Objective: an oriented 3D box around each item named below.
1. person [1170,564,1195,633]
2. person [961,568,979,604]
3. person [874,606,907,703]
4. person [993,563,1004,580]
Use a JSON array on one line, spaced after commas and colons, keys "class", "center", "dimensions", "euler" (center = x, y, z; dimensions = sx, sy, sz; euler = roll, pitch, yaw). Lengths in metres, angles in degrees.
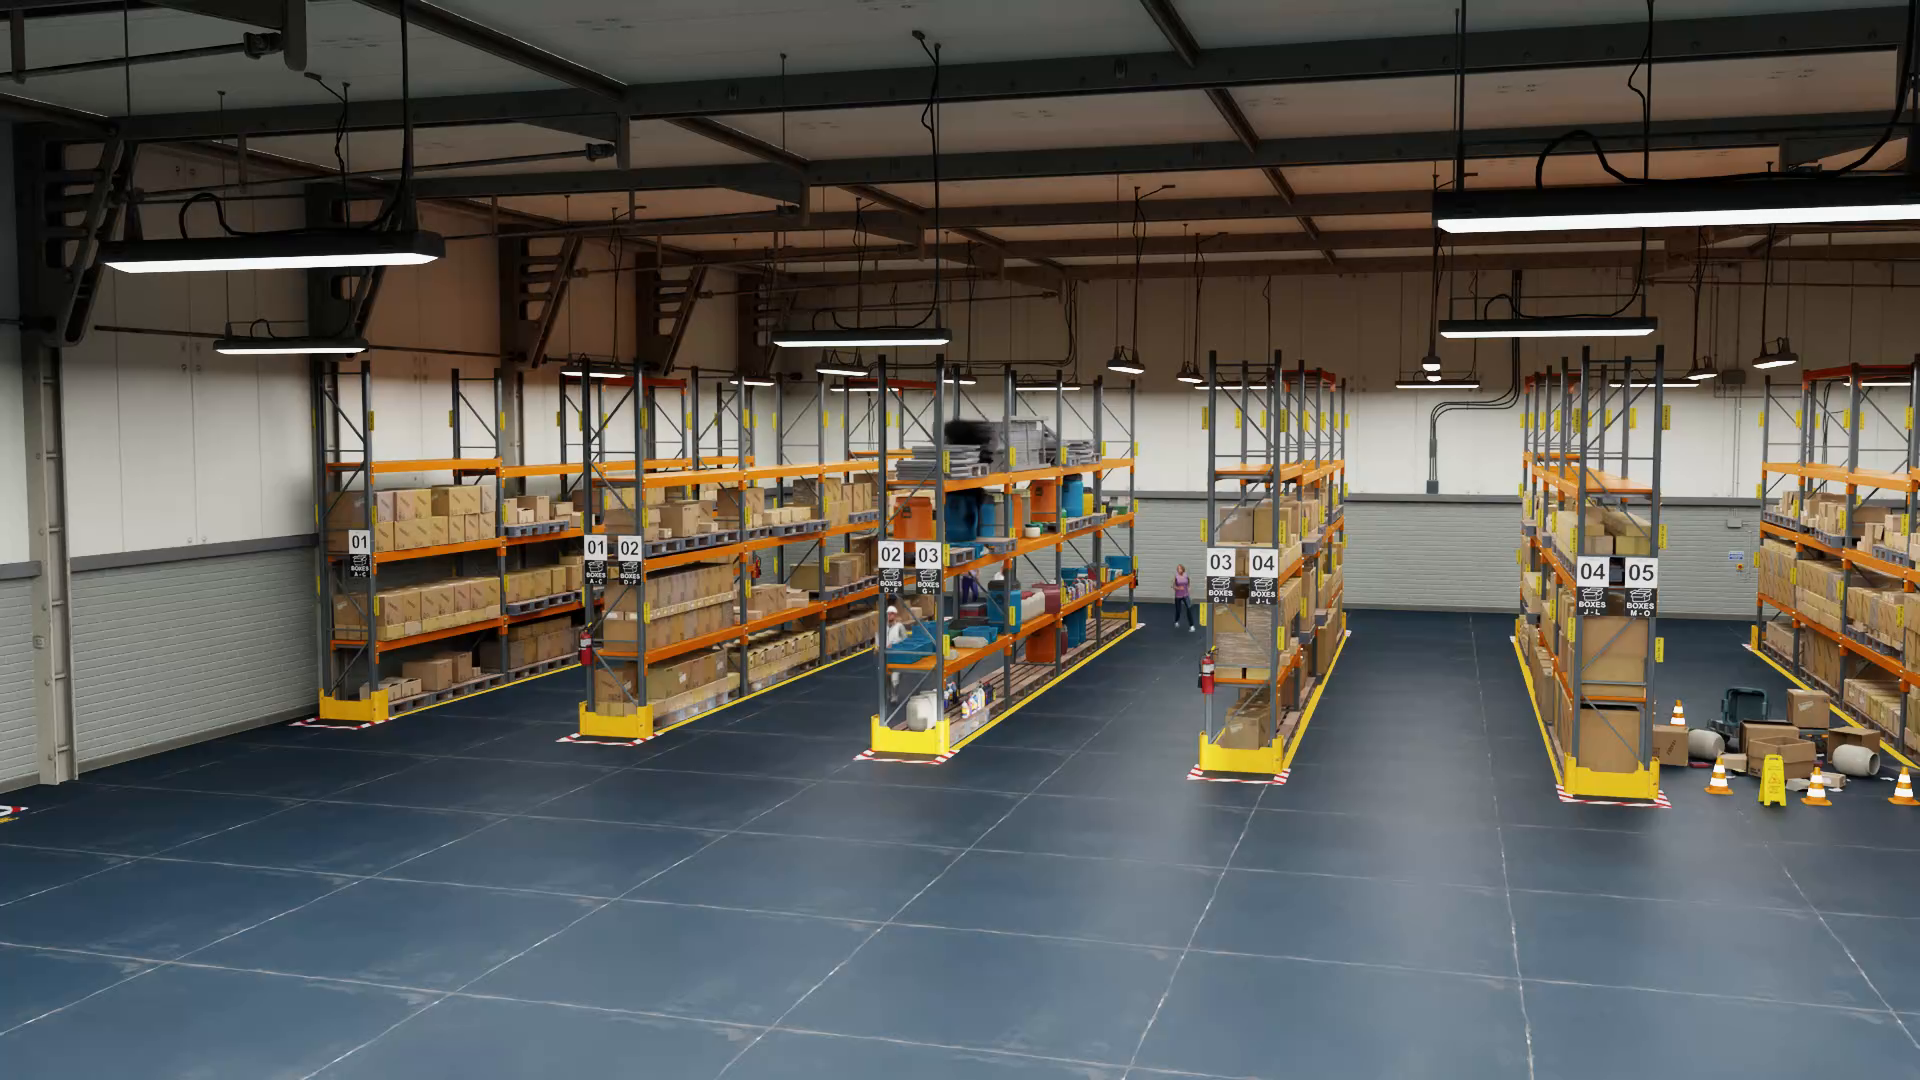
[{"class": "person", "center": [5.277, 1.372, 39.653], "dimensions": [0.548, 1.603, 0.851], "euler": [0, 4, -5]}, {"class": "person", "center": [0.248, 1.134, 42.835], "dimensions": [0.575, 1.693, 0.826], "euler": [-1, 4, -12]}, {"class": "person", "center": [-1.249, 2.026, 29.276], "dimensions": [0.648, 1.730, 0.647], "euler": [1, 4, 12]}, {"class": "person", "center": [1.073, 1.343, 40.199], "dimensions": [0.605, 1.591, 0.599], "euler": [1, 4, 8]}]
